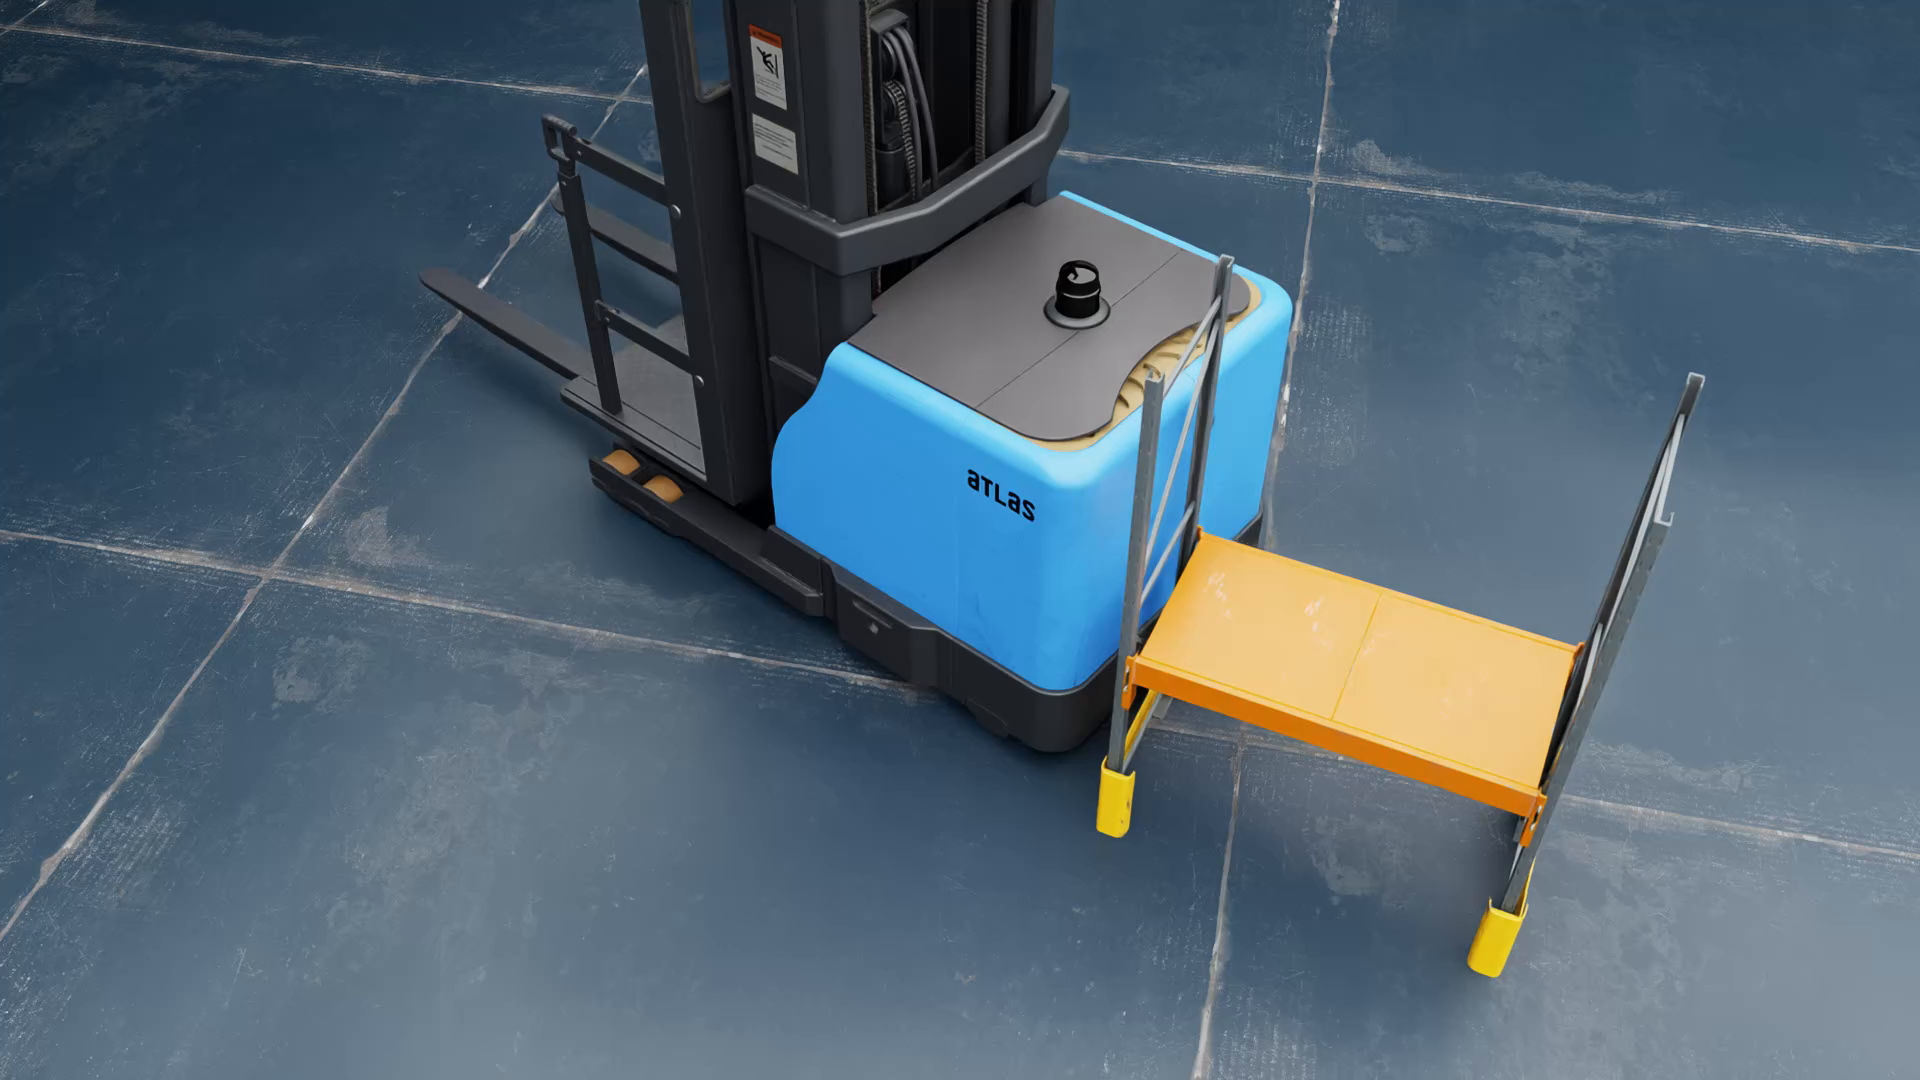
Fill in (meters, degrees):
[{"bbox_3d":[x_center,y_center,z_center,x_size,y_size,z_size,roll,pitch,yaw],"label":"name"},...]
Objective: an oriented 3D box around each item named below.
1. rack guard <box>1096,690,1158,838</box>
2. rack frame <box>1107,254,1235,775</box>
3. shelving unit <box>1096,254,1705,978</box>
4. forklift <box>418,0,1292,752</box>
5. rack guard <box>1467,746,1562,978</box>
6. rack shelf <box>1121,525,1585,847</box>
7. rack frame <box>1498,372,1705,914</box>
[{"bbox_3d":[0.518,0.511,4.538,0.087,0.250,0.587,18,47,18],"label":"rack guard"},{"bbox_3d":[0.501,0.055,4.111,0.032,1.500,0.500,18,47,18],"label":"rack frame"},{"bbox_3d":[0.970,0.207,3.953,1.083,1.500,0.587,18,47,18],"label":"shelving unit"},{"bbox_3d":[-0.556,-1.346,4.535,3.031,2.935,1.130,30,51,28],"label":"forklift"},{"bbox_3d":[1.421,0.803,4.235,0.087,0.250,0.587,18,47,18],"label":"rack guard"},{"bbox_3d":[0.961,0.334,4.081,1.000,0.185,0.538,18,47,18],"label":"rack shelf"},{"bbox_3d":[1.422,0.353,3.802,0.032,1.500,0.500,18,47,18],"label":"rack frame"}]
